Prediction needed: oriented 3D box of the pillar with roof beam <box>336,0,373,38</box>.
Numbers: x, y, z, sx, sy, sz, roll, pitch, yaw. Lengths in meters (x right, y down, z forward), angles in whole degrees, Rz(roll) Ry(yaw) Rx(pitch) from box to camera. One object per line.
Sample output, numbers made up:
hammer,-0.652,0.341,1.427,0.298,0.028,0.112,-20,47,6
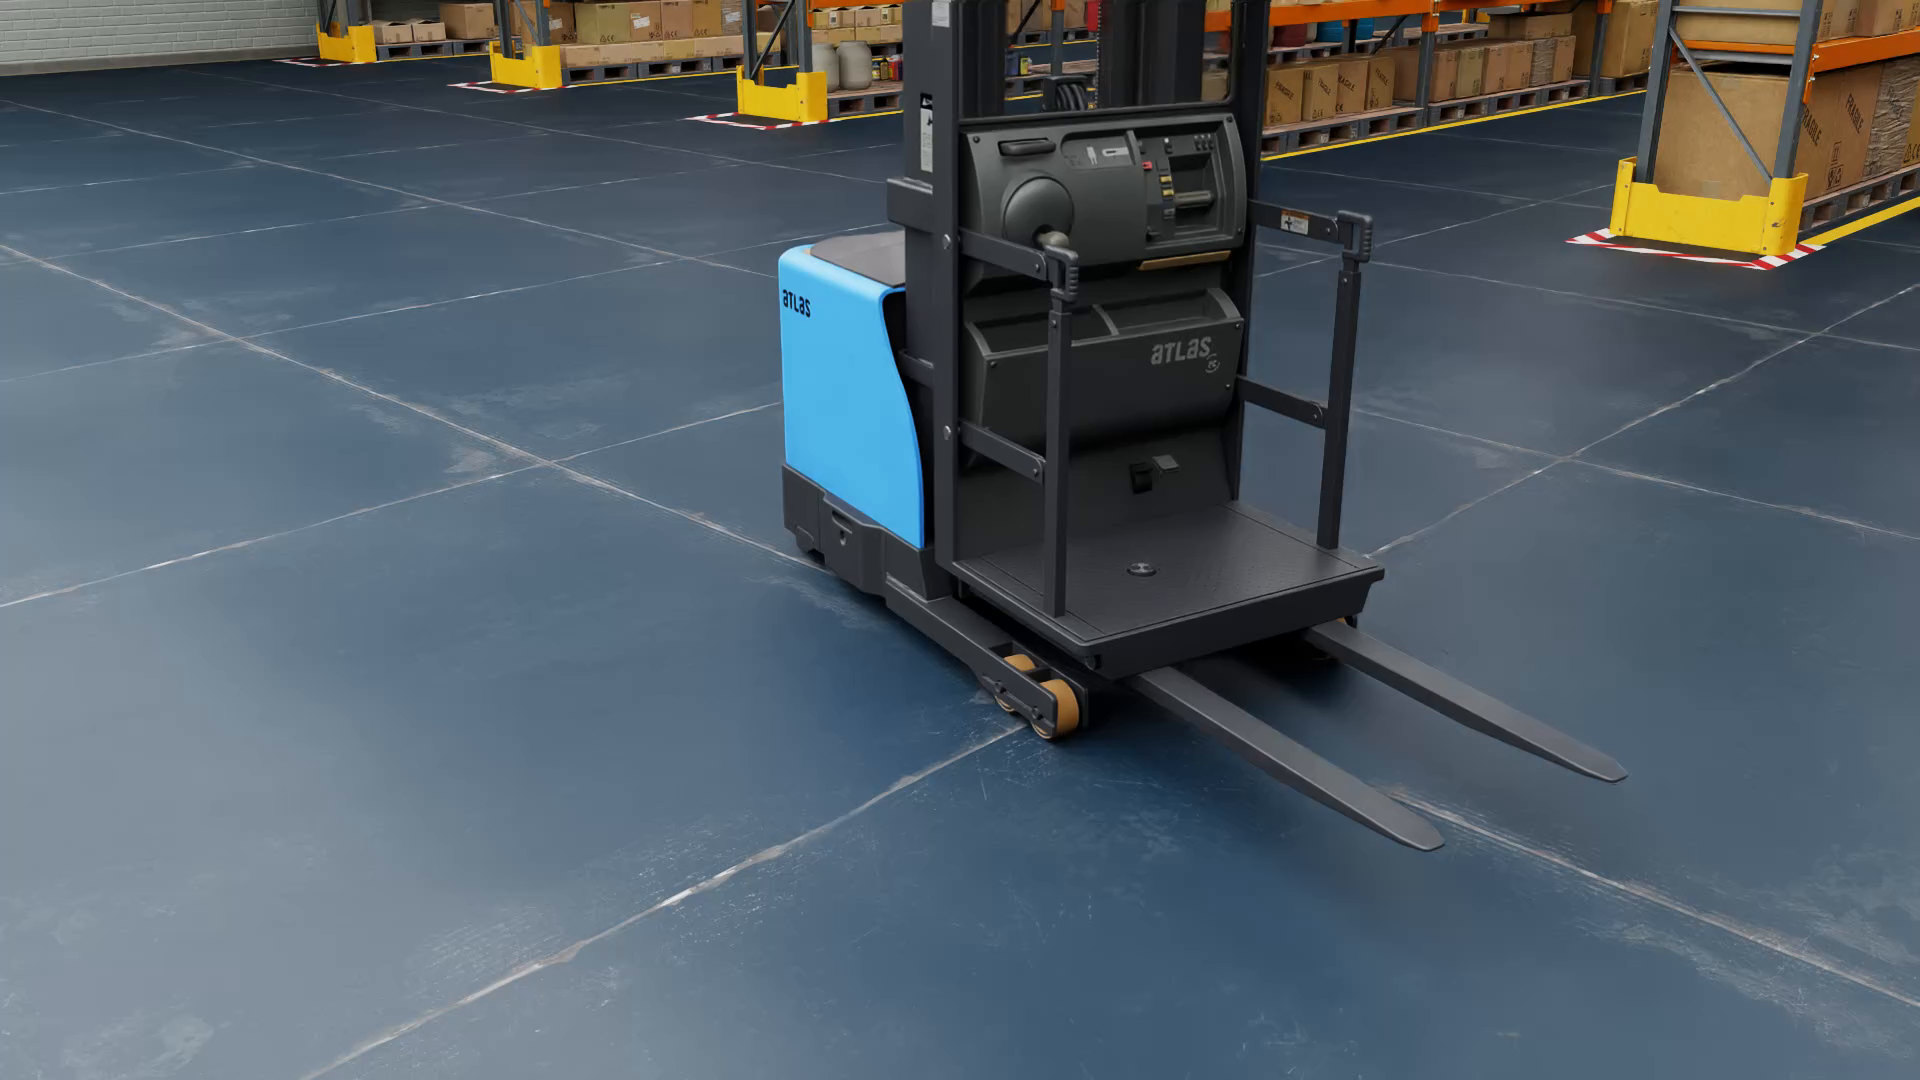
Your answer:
pillar with roof beam,-6.089,-10.560,21.007,9.100,9.000,0.400,19,28,41

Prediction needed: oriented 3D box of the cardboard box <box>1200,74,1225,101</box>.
cardboard box,2.053,-3.907,14.959,0.500,0.500,0.500,-14,25,-32

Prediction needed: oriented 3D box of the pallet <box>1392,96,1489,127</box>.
pallet,4.937,-4.649,17.876,1.003,0.211,1.213,19,28,41

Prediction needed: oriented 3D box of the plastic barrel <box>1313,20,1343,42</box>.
plastic barrel,5.542,-7.945,24.904,0.600,0.901,0.708,19,28,41

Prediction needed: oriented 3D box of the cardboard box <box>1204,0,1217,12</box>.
cardboard box,1.975,-4.618,14.259,0.380,0.149,0.250,19,28,41

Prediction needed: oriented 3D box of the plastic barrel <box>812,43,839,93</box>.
plastic barrel,-1.539,-5.185,18.265,0.421,0.512,0.421,0,21,0

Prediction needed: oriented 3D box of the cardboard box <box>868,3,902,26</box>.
cardboard box,-1.161,-7.844,24.768,0.500,0.311,0.500,-19,28,-41

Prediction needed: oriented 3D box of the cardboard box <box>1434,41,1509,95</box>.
cardboard box,5.575,-5.203,18.301,0.700,0.500,0.500,16,26,36

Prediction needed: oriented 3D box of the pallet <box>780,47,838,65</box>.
pallet,-2.214,-7.128,24.325,1.003,0.211,1.213,19,28,41

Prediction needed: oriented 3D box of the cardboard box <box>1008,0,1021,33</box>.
cardboard box,0.613,-8.343,26.470,0.500,0.500,0.500,-19,28,-40

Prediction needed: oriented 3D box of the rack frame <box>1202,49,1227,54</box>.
rack frame,3.637,-8.018,22.754,1.000,3.000,0.127,19,28,41

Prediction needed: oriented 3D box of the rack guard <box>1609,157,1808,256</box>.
rack guard,5.071,-2.282,11.314,1.175,0.500,0.348,19,28,41

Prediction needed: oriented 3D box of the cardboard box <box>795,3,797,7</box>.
cardboard box,-2.264,-7.716,24.434,0.500,0.311,0.500,-19,28,-41

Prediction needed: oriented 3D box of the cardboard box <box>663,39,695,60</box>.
cardboard box,-3.909,-6.582,22.266,0.500,0.250,0.500,19,28,41

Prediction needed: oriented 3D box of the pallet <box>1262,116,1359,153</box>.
pallet,3.101,-3.952,16.062,1.003,0.211,1.213,19,28,41

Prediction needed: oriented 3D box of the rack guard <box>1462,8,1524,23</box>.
rack guard,9.225,-8.917,28.577,1.175,0.500,0.348,19,28,41

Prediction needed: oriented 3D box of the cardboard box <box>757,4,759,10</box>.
cardboard box,-3.926,-9.338,29.059,0.500,0.500,0.700,-20,29,-41

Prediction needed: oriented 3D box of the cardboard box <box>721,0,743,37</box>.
cardboard box,-3.224,-7.194,22.811,0.500,0.500,0.500,19,28,41

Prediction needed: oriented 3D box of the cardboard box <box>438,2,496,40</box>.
cardboard box,-7.550,-7.958,25.468,0.700,0.500,0.500,17,27,37

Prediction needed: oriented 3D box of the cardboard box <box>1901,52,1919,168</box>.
cardboard box,7.390,-3.543,13.487,0.875,0.875,0.875,-20,28,-41

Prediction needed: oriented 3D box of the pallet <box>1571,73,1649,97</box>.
pallet,7.790,-5.661,20.507,1.003,0.211,1.213,19,28,41

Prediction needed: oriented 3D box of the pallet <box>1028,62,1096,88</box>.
pallet,1.367,-5.900,21.130,1.003,0.211,1.213,19,28,41

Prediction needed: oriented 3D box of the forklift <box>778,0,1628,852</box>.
forklift,0.546,-1.002,4.597,1.130,2.935,3.031,-12,24,-28

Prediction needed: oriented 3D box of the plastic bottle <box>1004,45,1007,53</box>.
plastic bottle,0.501,-5.757,19.951,0.144,0.351,0.185,19,28,41

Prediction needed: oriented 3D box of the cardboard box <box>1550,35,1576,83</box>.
cardboard box,6.733,-5.640,19.437,0.700,0.500,0.500,17,27,38

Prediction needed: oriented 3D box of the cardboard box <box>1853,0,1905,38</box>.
cardboard box,6.163,-3.891,11.807,0.875,0.550,0.550,19,28,41

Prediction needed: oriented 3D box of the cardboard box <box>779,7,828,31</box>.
cardboard box,-2.233,-7.449,23.739,0.500,0.311,0.500,19,28,41

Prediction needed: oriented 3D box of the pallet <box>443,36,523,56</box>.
pallet,-7.546,-7.671,25.738,1.003,0.211,1.213,19,28,41

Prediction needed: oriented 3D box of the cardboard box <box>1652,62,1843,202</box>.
cardboard box,5.514,-2.850,11.684,0.875,0.875,0.875,19,28,41

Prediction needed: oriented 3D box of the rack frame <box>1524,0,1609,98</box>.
rack frame,7.186,-6.778,19.529,1.000,3.000,0.127,19,28,41

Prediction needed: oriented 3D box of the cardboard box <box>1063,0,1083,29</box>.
cardboard box,1.688,-8.742,27.508,0.500,0.500,0.500,18,27,39

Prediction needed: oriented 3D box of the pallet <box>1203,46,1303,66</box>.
pallet,4.157,-6.929,23.809,1.003,0.211,1.213,19,28,41

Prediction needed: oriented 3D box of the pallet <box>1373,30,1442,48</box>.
pallet,6.913,-7.943,26.447,1.003,0.211,1.213,19,28,41

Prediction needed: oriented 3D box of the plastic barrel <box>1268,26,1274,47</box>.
plastic barrel,4.296,-7.350,23.899,0.421,0.512,0.421,0,21,0

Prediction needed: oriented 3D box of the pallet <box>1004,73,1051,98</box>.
pallet,0.348,-5.526,20.157,1.003,0.211,1.213,19,28,41

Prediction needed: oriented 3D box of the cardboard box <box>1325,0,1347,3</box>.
cardboard box,3.399,-5.122,15.570,0.380,0.149,0.250,19,28,41

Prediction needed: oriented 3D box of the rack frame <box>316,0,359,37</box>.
rack frame,-9.042,-8.441,23.855,1.000,3.000,0.127,19,28,41

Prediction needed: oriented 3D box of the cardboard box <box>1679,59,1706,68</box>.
cardboard box,8.921,-6.611,21.471,1.225,0.875,0.875,18,27,39

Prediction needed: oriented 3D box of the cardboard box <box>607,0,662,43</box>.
cardboard box,-4.270,-6.808,21.807,0.500,0.500,0.500,19,28,41

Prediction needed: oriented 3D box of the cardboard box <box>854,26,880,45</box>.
cardboard box,-1.524,-7.450,24.523,0.500,0.250,0.500,18,28,39

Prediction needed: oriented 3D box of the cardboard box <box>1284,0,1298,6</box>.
cardboard box,2.842,-4.941,15.099,0.380,0.149,0.250,19,28,41

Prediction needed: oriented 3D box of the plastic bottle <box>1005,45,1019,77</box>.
plastic bottle,0.604,-5.721,19.857,0.144,0.351,0.185,18,28,39

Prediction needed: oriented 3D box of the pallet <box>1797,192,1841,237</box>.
pallet,5.590,-2.378,11.967,1.003,0.211,1.213,19,28,41

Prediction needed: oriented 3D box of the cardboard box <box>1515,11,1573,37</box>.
cardboard box,6.740,-5.987,19.296,0.500,0.250,0.500,-19,28,-40

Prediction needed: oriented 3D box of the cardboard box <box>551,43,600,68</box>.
cardboard box,-4.957,-6.197,21.264,0.500,0.250,0.500,19,28,41

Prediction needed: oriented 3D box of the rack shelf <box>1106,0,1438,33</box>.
rack shelf,3.000,-4.900,15.645,1.077,0.370,4.000,19,28,41

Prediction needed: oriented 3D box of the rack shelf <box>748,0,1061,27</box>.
rack shelf,-0.549,-6.140,18.871,1.077,0.370,4.000,19,28,41

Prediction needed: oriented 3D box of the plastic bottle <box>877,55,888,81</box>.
plastic bottle,-0.908,-5.515,19.416,0.133,0.283,0.061,-19,28,-41

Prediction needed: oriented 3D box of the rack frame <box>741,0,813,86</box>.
rack frame,-1.944,-5.962,17.404,1.000,3.000,0.127,19,28,41

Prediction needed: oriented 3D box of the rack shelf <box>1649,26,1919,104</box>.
rack shelf,6.483,-3.633,12.348,1.077,0.370,4.000,19,28,41

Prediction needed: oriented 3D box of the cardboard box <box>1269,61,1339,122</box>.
cardboard box,3.317,-4.358,16.131,0.500,0.500,0.500,16,26,36

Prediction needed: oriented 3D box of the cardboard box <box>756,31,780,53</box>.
cardboard box,-2.867,-6.969,23.273,0.500,0.250,0.500,19,28,41

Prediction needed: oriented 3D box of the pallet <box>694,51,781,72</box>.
pallet,-3.285,-6.735,23.303,1.003,0.211,1.213,19,28,41

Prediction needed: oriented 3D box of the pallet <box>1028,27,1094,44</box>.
pallet,1.490,-8.452,27.769,1.003,0.211,1.213,19,28,41
